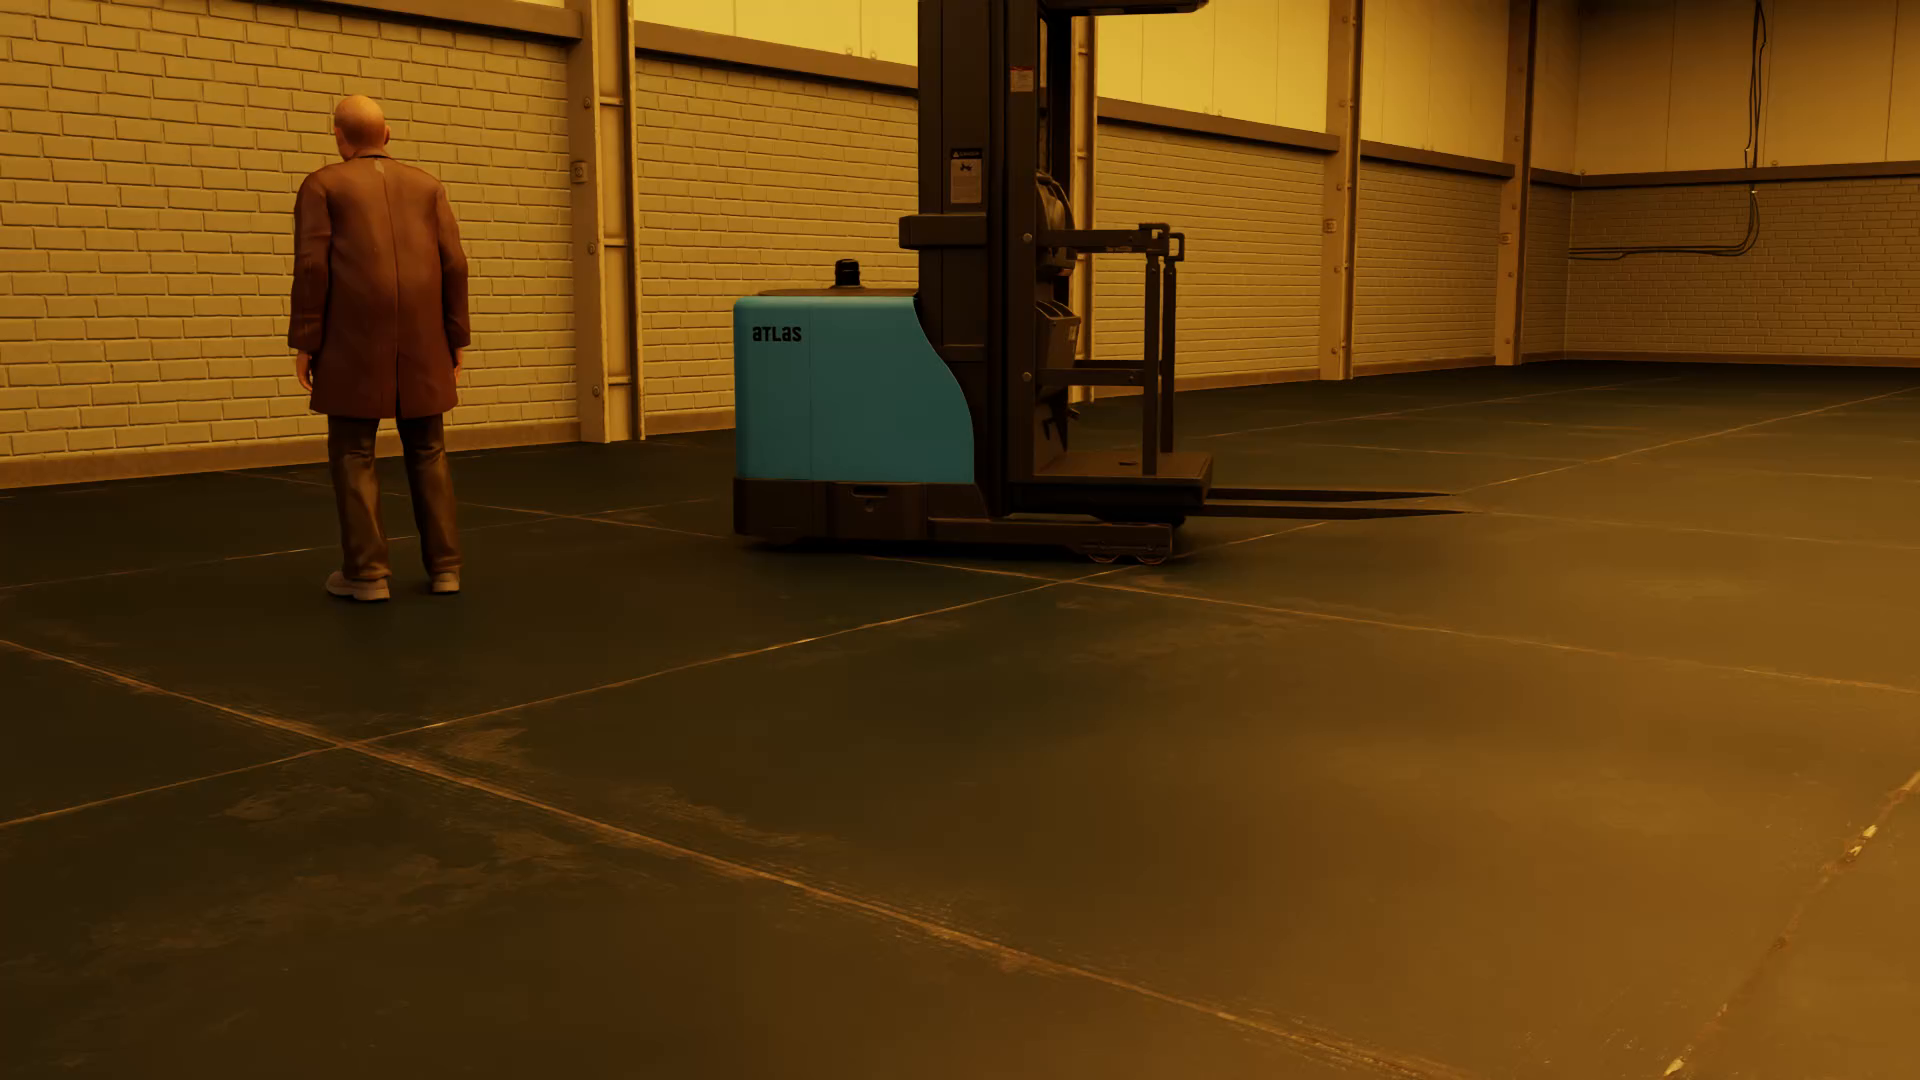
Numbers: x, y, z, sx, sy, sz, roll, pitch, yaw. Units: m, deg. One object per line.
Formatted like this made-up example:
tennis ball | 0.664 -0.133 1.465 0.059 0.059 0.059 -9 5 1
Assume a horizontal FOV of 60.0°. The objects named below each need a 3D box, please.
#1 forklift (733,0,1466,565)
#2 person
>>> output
forklift | 0.599 -1.433 7.077 3.031 2.935 1.130 2 8 11
person | -2.066 -0.681 5.935 0.644 1.772 0.430 -6 10 -36
